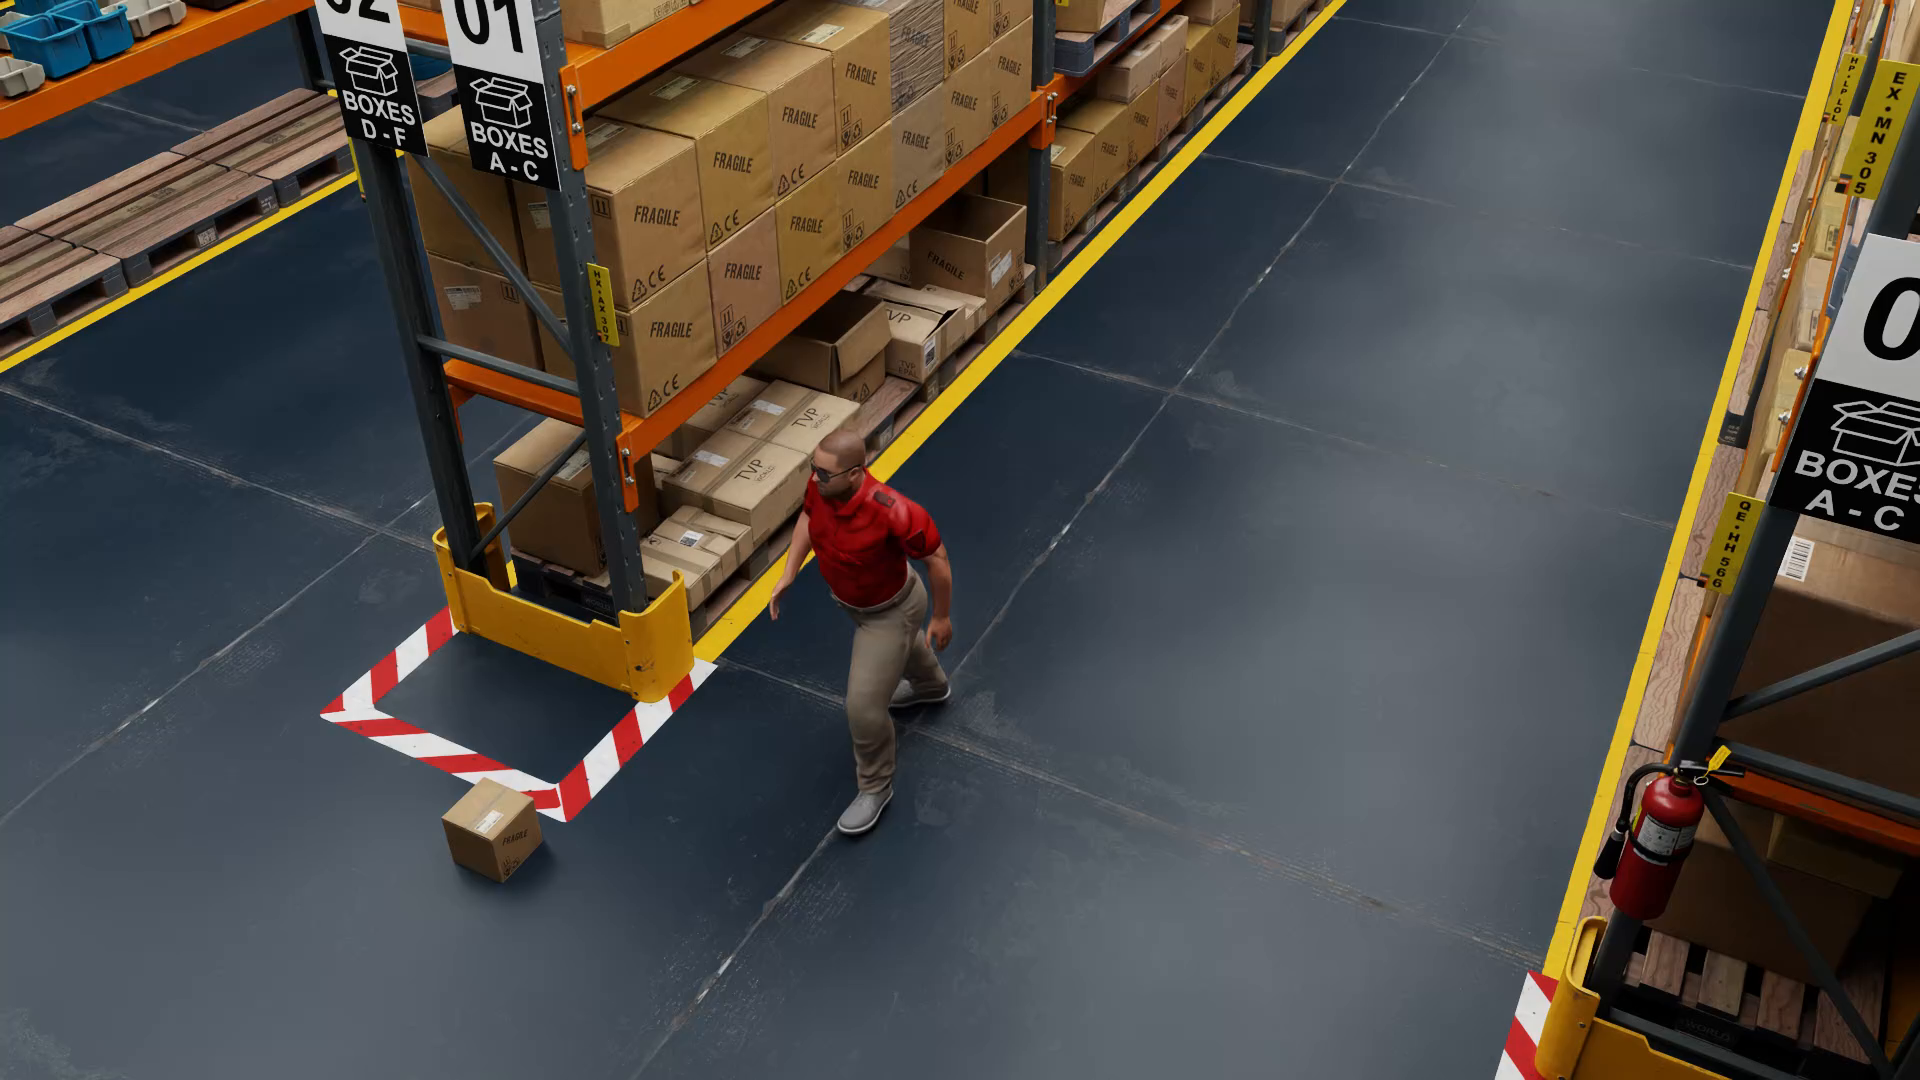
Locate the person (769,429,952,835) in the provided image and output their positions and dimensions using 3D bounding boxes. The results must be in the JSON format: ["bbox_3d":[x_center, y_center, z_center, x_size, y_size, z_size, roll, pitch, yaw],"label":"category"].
[{"bbox_3d":[-0.308,0.238,6.476,0.837,1.660,0.702,-23,43,-27],"label":"person"}]
